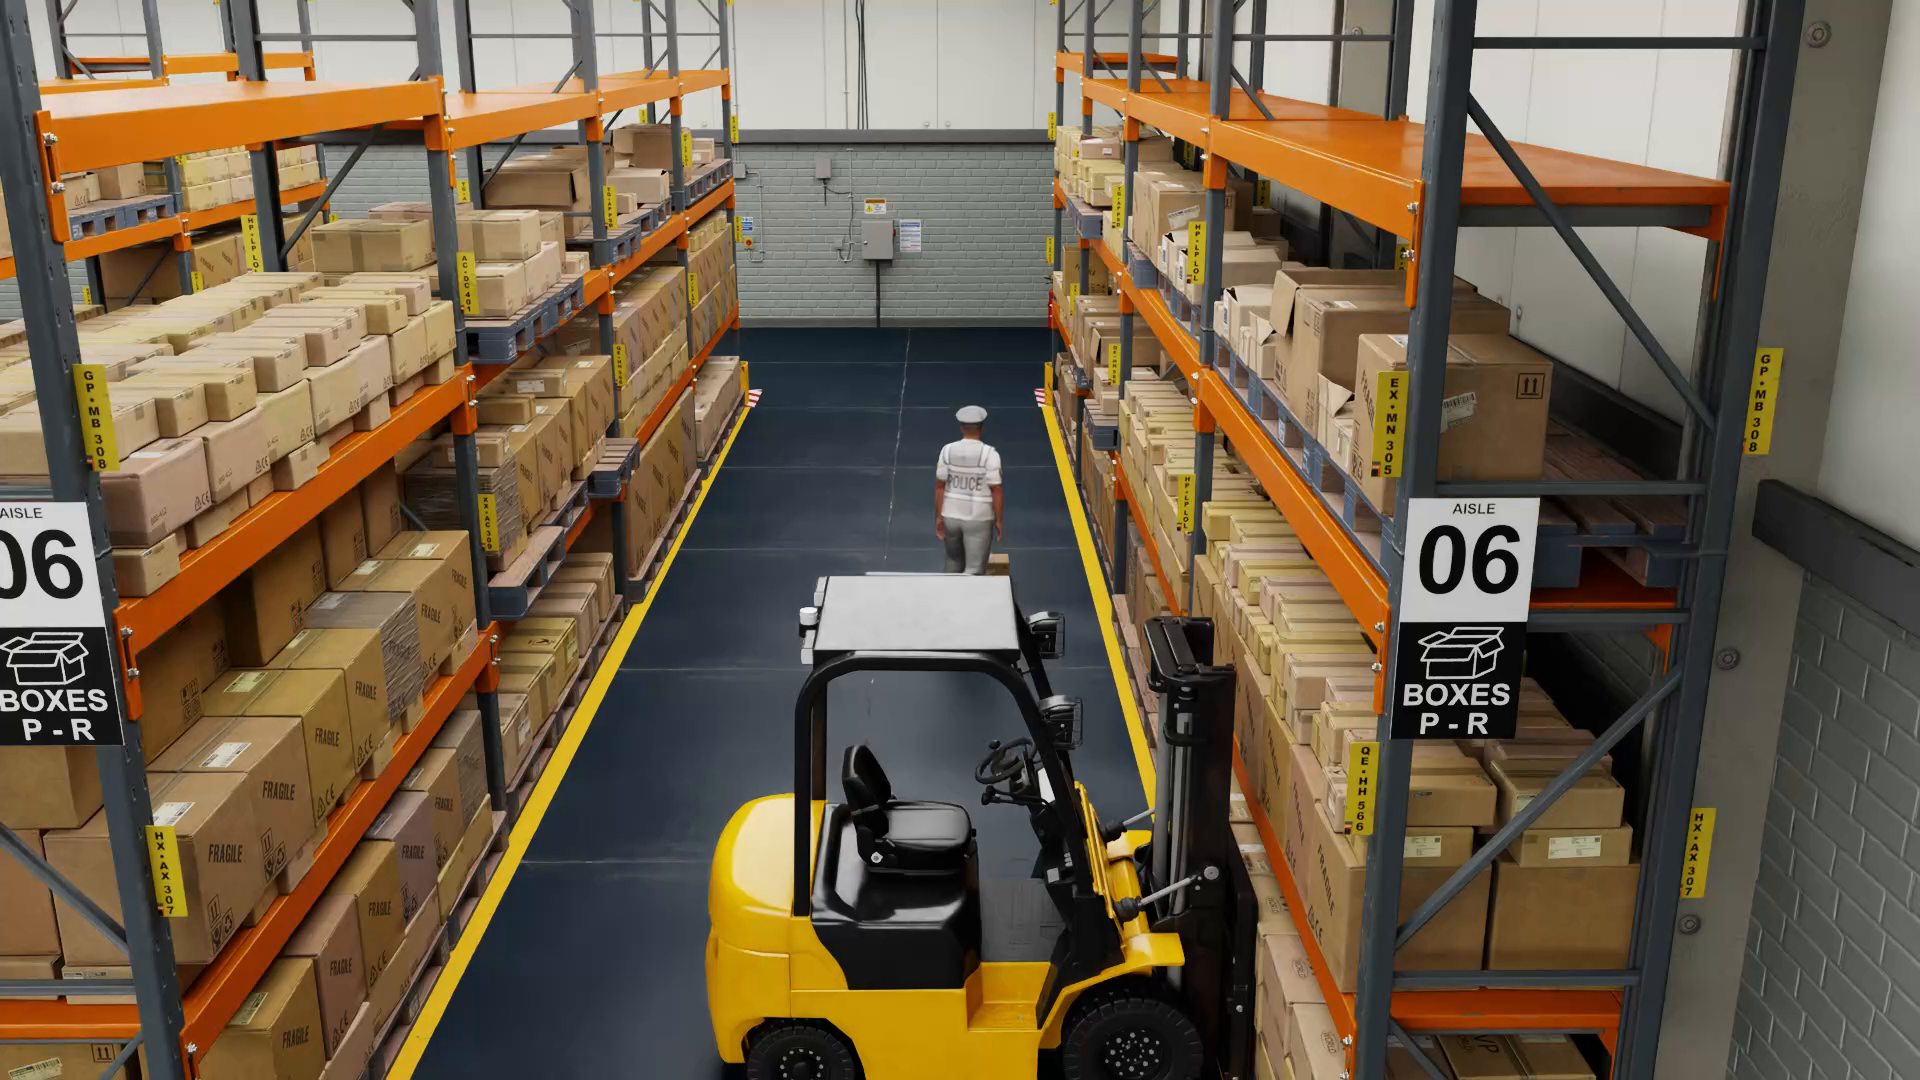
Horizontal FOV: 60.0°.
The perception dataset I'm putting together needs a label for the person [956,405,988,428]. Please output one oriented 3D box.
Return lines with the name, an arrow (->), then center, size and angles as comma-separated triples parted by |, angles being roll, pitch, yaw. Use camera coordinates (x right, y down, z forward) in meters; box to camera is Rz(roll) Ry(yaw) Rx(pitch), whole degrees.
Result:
person -> 0.070, -0.207, 13.161 | 0.658, 1.723, 0.892 | 8, 19, 26
